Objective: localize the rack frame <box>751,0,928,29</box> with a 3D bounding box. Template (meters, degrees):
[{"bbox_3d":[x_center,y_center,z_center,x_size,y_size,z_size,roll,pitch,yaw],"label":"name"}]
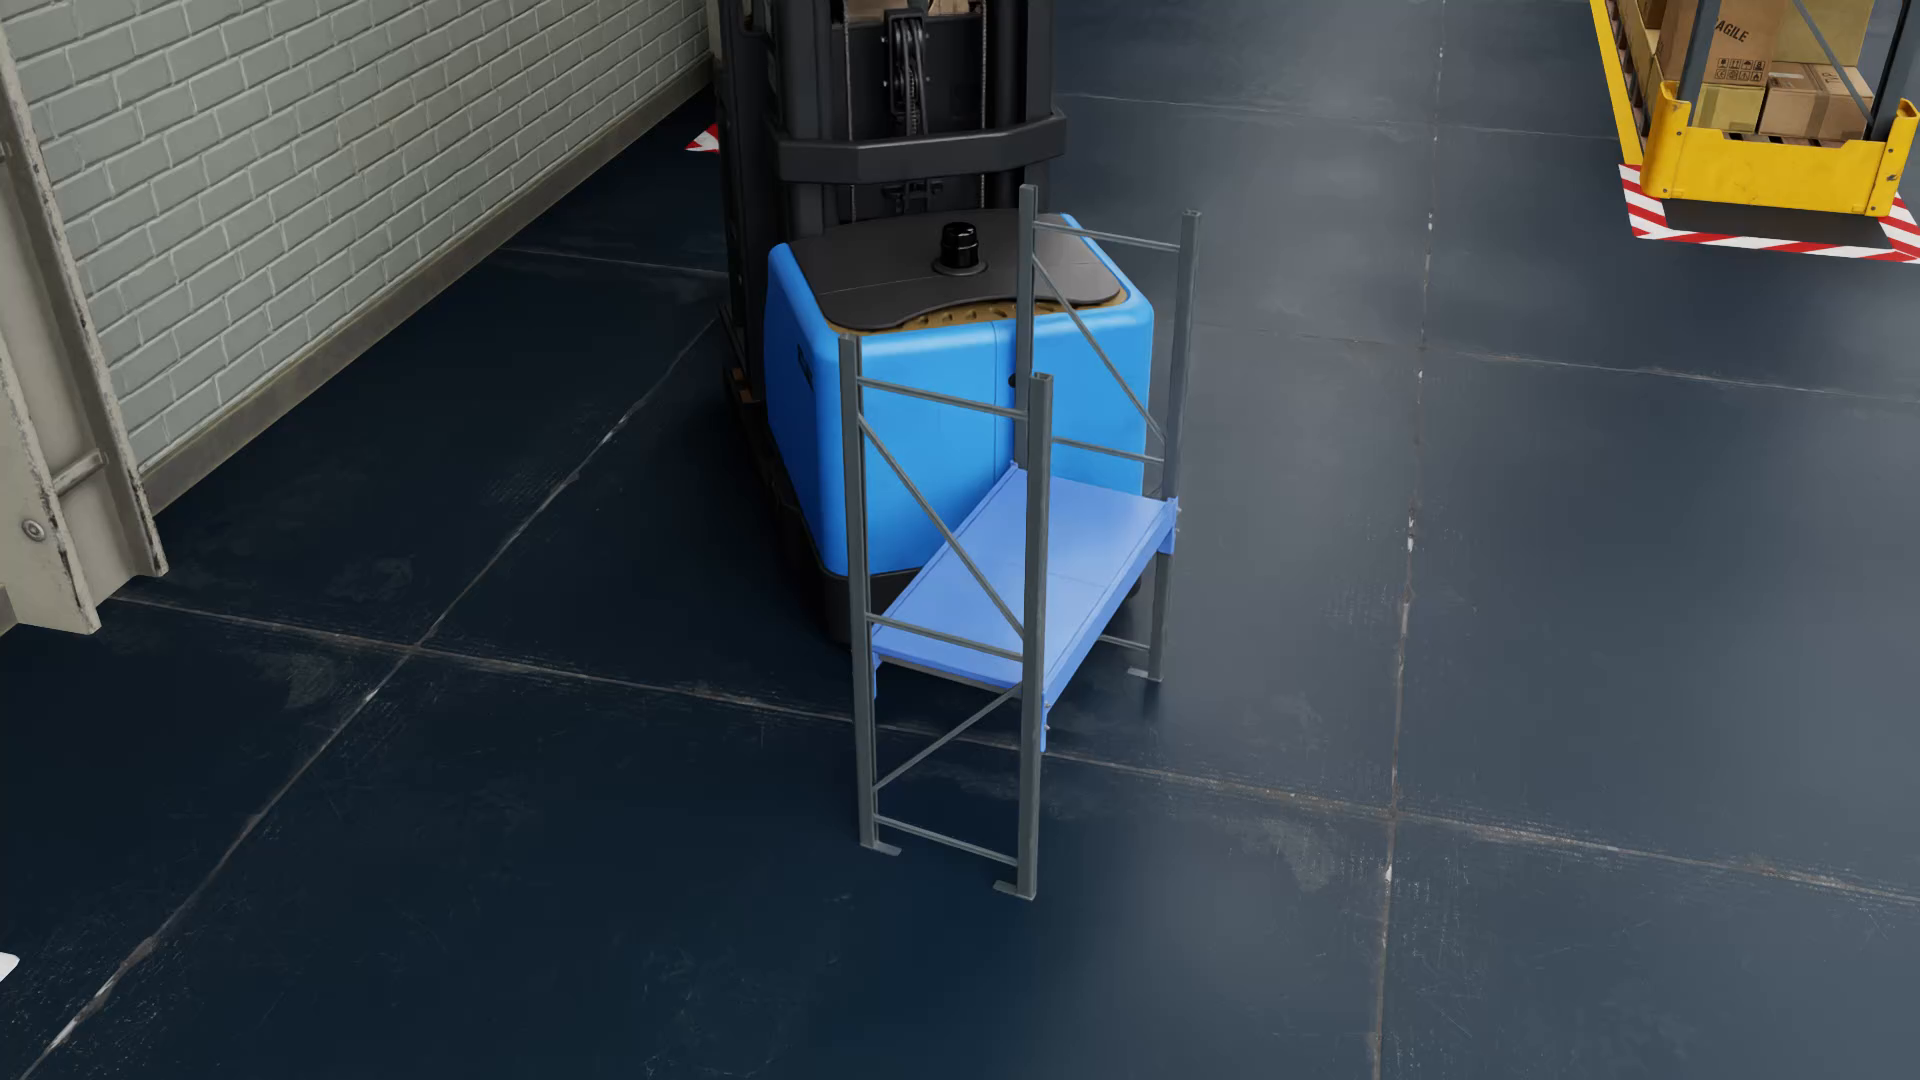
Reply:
[{"bbox_3d":[-0.675,-3.721,8.807,1.000,3.000,0.127,8,33,12],"label":"rack frame"}]

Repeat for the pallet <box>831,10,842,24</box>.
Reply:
[{"bbox_3d":[-0.416,-3.000,10.273,1.003,0.211,1.213,8,33,12],"label":"pallet"}]

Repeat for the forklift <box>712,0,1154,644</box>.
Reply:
[{"bbox_3d":[-0.303,-1.700,5.692,1.130,2.935,3.031,-9,33,-13],"label":"forklift"}]

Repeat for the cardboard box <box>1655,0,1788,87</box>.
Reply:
[{"bbox_3d":[3.965,-2.701,8.675,0.500,0.500,0.500,8,33,12],"label":"cardboard box"}]

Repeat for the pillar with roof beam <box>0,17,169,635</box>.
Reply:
[{"bbox_3d":[1.307,-3.034,2.135,9.100,9.000,0.400,8,33,12],"label":"pillar with roof beam"}]

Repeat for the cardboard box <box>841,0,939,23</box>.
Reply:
[{"bbox_3d":[-0.413,-3.119,9.956,0.500,0.311,0.500,4,33,7],"label":"cardboard box"}]

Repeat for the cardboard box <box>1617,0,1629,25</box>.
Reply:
[{"bbox_3d":[4.458,-3.424,10.512,0.500,0.250,0.500,8,33,12],"label":"cardboard box"}]

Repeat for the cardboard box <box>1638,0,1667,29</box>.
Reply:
[{"bbox_3d":[4.205,-3.222,9.494,0.500,0.500,0.500,8,33,12],"label":"cardboard box"}]

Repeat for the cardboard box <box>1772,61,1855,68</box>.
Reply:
[{"bbox_3d":[4.592,-2.573,9.173,0.500,0.250,0.500,8,33,12],"label":"cardboard box"}]

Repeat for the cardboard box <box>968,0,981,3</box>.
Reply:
[{"bbox_3d":[-0.033,-3.868,10.959,0.700,0.500,0.500,6,33,9],"label":"cardboard box"}]

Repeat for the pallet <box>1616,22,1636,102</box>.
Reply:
[{"bbox_3d":[4.582,-2.905,10.123,1.003,0.211,1.213,8,33,12],"label":"pallet"}]

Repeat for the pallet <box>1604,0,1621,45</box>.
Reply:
[{"bbox_3d":[4.890,-3.541,11.122,1.003,0.211,1.213,8,33,12],"label":"pallet"}]

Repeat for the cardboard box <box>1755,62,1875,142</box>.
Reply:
[{"bbox_3d":[4.468,-2.313,8.764,0.500,0.250,0.500,8,33,12],"label":"cardboard box"}]

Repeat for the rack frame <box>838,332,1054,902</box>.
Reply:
[{"bbox_3d":[-0.036,0.236,3.980,0.500,1.500,0.032,14,35,21],"label":"rack frame"}]

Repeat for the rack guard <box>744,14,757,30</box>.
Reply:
[{"bbox_3d":[-0.656,-2.706,9.540,1.175,0.500,0.348,8,33,12],"label":"rack guard"}]

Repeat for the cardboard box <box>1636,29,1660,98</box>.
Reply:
[{"bbox_3d":[4.083,-2.645,9.286,0.500,0.250,0.500,8,33,12],"label":"cardboard box"}]

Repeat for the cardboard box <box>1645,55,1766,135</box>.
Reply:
[{"bbox_3d":[3.967,-2.384,8.875,0.500,0.250,0.500,8,33,12],"label":"cardboard box"}]

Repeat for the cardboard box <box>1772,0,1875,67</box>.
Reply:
[{"bbox_3d":[4.593,-2.890,8.972,0.500,0.500,0.500,8,33,12],"label":"cardboard box"}]

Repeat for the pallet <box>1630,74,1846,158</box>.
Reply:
[{"bbox_3d":[4.271,-2.274,9.131,1.003,0.211,1.213,8,33,12],"label":"pallet"}]

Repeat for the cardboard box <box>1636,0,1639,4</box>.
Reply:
[{"bbox_3d":[4.333,-3.481,9.902,0.500,0.500,0.500,8,33,12],"label":"cardboard box"}]

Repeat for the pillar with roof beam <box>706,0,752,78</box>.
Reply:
[{"bbox_3d":[2.830,-6.148,7.032,9.100,9.000,0.400,8,33,12],"label":"pillar with roof beam"}]

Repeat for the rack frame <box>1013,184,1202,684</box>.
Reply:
[{"bbox_3d":[0.390,-0.259,4.759,0.500,1.500,0.032,14,35,21],"label":"rack frame"}]

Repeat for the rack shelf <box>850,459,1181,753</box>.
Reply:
[{"bbox_3d":[0.177,0.141,4.466,0.538,0.185,1.000,14,35,21],"label":"rack shelf"}]

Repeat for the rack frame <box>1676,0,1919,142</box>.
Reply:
[{"bbox_3d":[4.117,-3.048,7.749,1.000,3.000,0.127,8,33,12],"label":"rack frame"}]

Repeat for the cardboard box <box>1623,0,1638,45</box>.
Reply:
[{"bbox_3d":[4.337,-3.164,10.102,0.500,0.250,0.500,8,33,12],"label":"cardboard box"}]

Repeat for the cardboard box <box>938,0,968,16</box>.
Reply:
[{"bbox_3d":[-0.268,-3.415,10.421,0.500,0.311,0.500,11,34,16],"label":"cardboard box"}]

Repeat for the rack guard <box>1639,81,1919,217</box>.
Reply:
[{"bbox_3d":[4.111,-1.981,8.400,1.175,0.500,0.348,8,33,12],"label":"rack guard"}]

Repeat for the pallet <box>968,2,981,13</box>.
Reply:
[{"bbox_3d":[-0.104,-3.632,11.266,1.003,0.211,1.213,8,33,12],"label":"pallet"}]

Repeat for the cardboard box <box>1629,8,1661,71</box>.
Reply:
[{"bbox_3d":[4.208,-2.905,9.695,0.500,0.250,0.500,8,33,12],"label":"cardboard box"}]

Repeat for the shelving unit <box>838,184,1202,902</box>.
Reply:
[{"bbox_3d":[0.177,-0.011,4.370,0.538,1.500,1.048,14,35,21],"label":"shelving unit"}]
